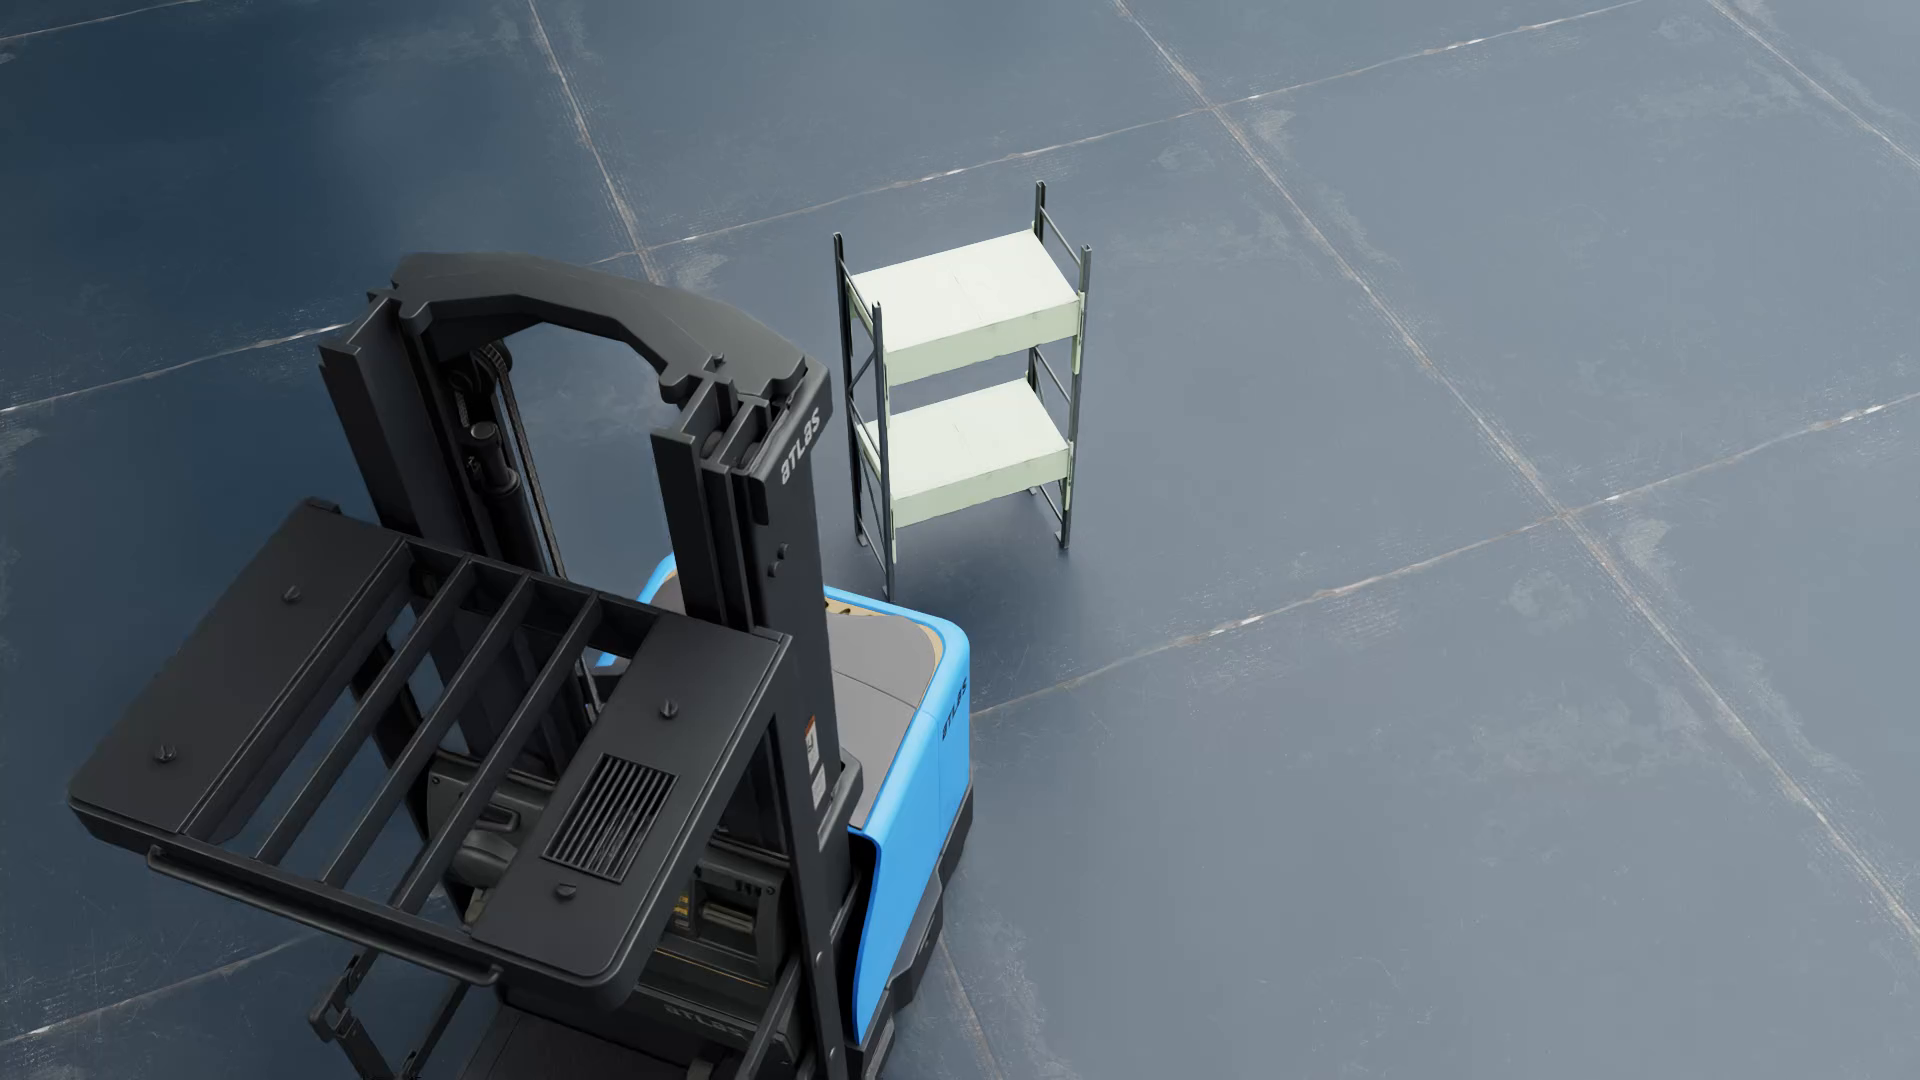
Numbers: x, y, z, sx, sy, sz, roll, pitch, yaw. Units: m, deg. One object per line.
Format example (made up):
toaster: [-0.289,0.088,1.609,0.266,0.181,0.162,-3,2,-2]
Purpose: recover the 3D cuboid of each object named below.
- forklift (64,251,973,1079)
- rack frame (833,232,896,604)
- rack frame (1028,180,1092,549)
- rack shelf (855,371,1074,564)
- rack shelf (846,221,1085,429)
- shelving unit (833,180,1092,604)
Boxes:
forklift: [-0.929,0.932,3.858,1.130,2.935,3.031,15,51,13]
rack frame: [-0.333,-0.386,5.933,0.023,1.500,0.400,-17,52,-14]
rack frame: [0.345,-0.596,6.114,0.023,1.500,0.400,-17,52,-14]
rack shelf: [0.006,-0.278,6.271,0.720,0.370,0.431,-17,52,-14]
rack shelf: [0.006,-0.745,5.727,0.720,0.370,0.431,-17,52,-14]
shelving unit: [0.006,-0.491,6.023,0.755,1.500,0.431,-17,52,-14]
